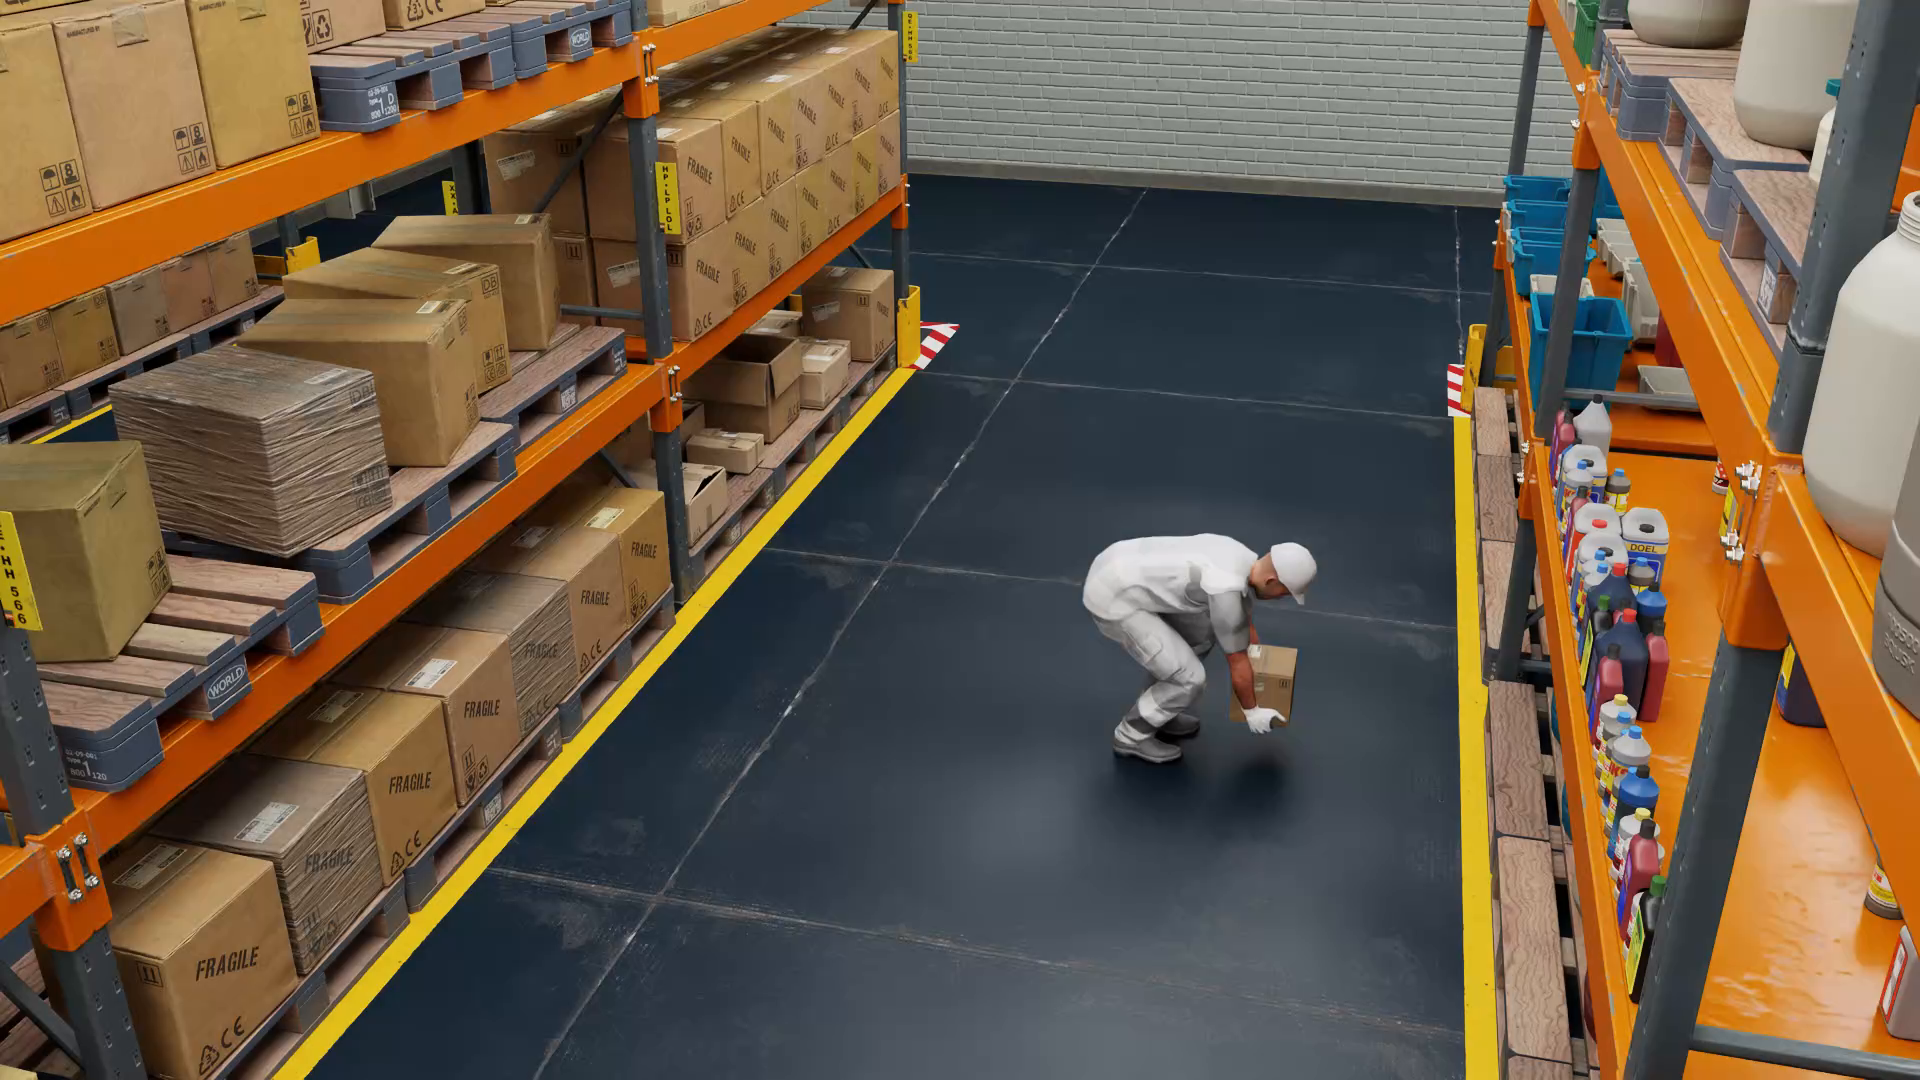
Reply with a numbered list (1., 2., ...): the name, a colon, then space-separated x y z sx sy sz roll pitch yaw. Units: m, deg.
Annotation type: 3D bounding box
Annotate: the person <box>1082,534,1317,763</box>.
1. person: 0.993 0.444 7.066 0.955 0.995 0.525 5 26 11
